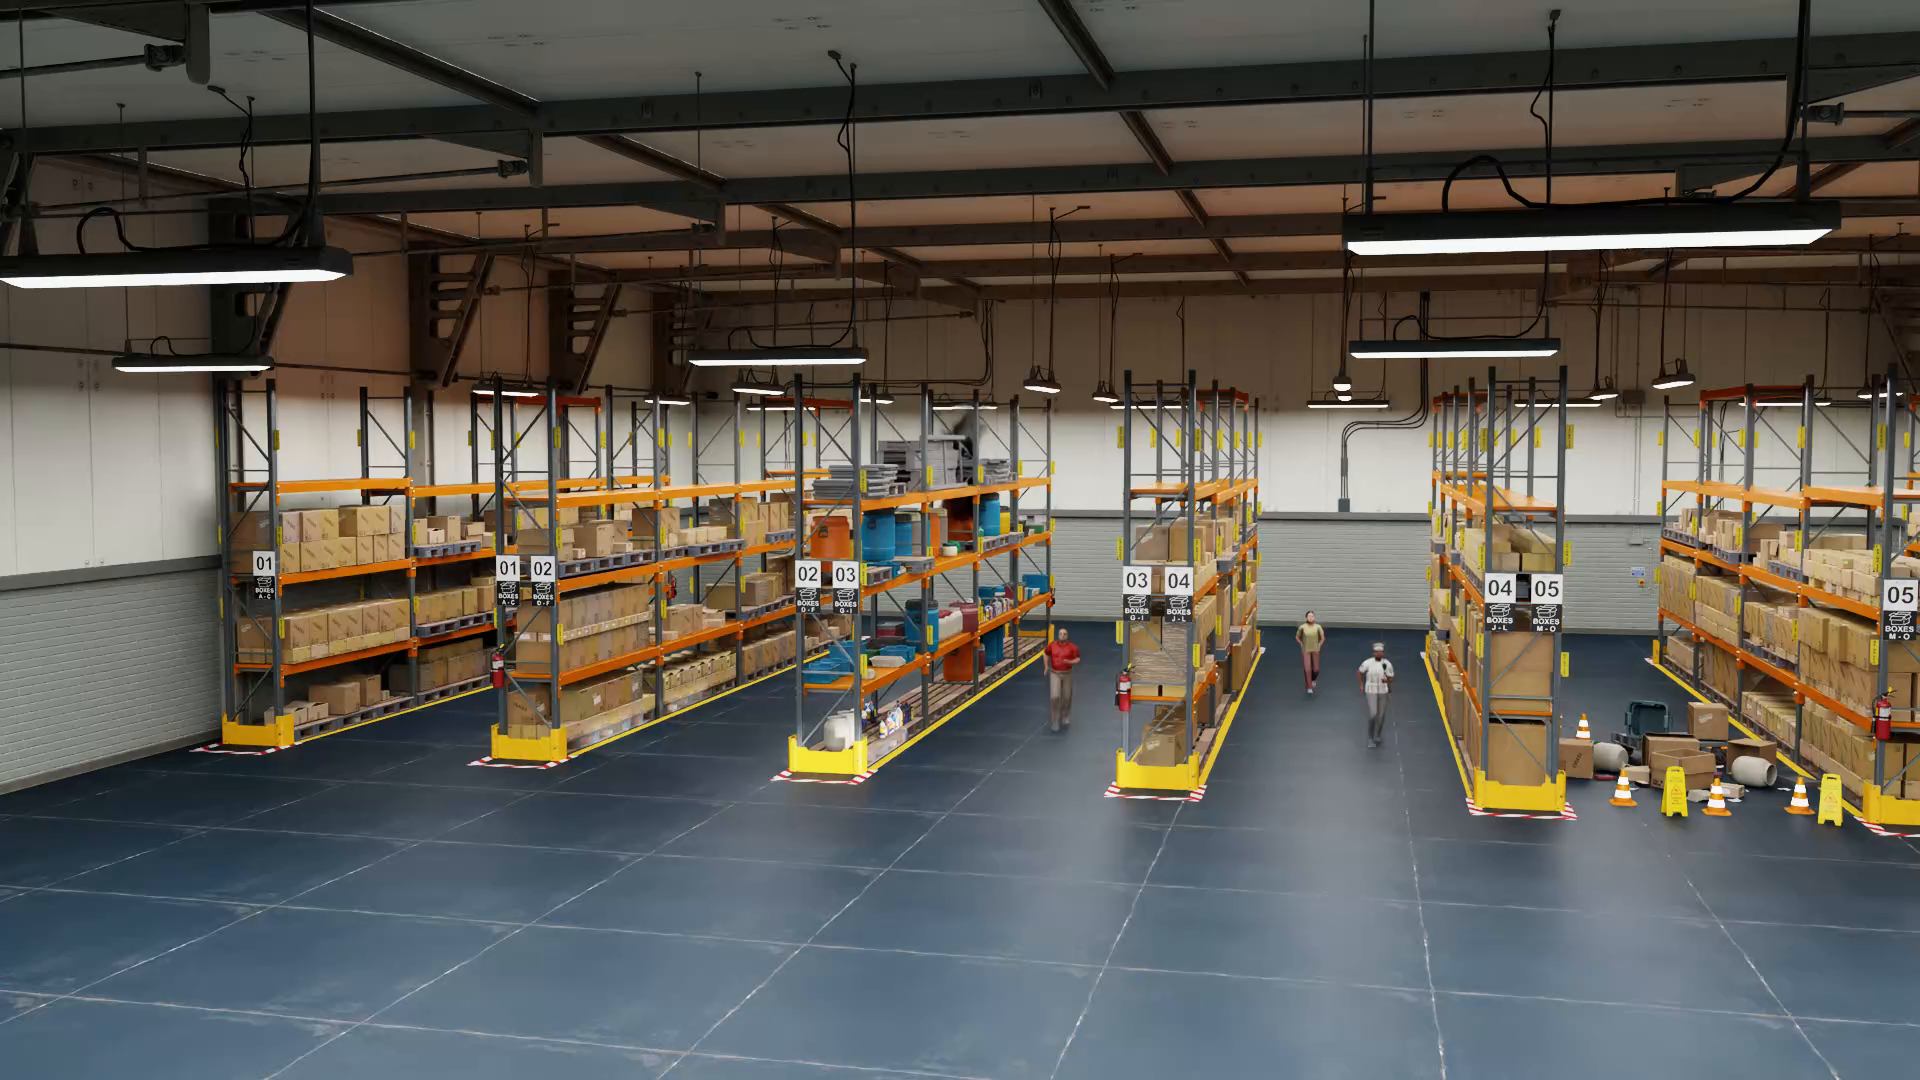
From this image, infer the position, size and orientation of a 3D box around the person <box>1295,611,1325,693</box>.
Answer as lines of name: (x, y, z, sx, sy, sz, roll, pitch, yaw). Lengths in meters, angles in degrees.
person: (6.939, 2.211, 32.972, 0.578, 1.618, 0.567, 0, 3, 8)

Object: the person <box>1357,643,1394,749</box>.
person: (6.798, 2.536, 27.132, 0.543, 1.741, 0.725, 0, 3, 3)

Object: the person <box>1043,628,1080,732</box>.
person: (1.764, 2.421, 28.788, 0.631, 1.797, 0.753, 0, 3, 1)
